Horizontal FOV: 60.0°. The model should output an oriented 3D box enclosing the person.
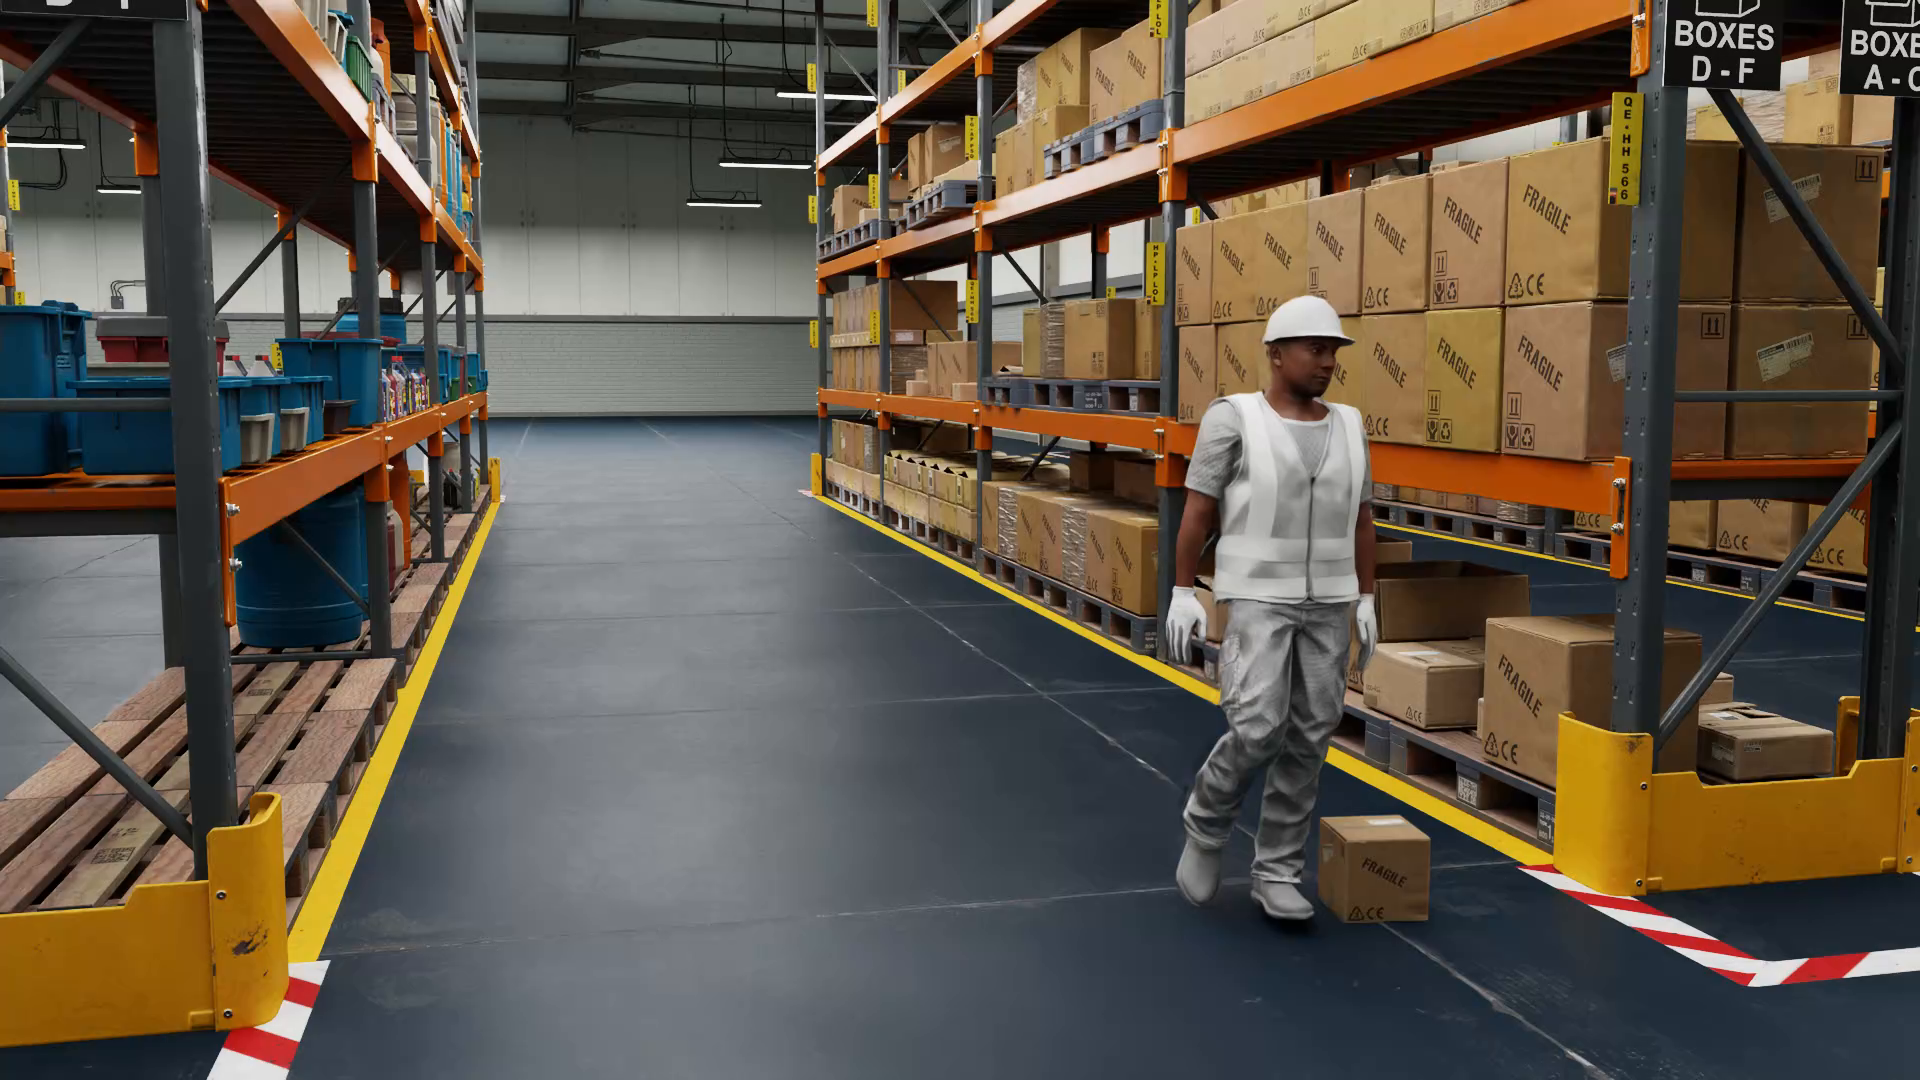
[{"bbox_3d":[0.924,0.198,4.726,0.623,1.773,0.460,-1,6,-14],"label":"person"}]
